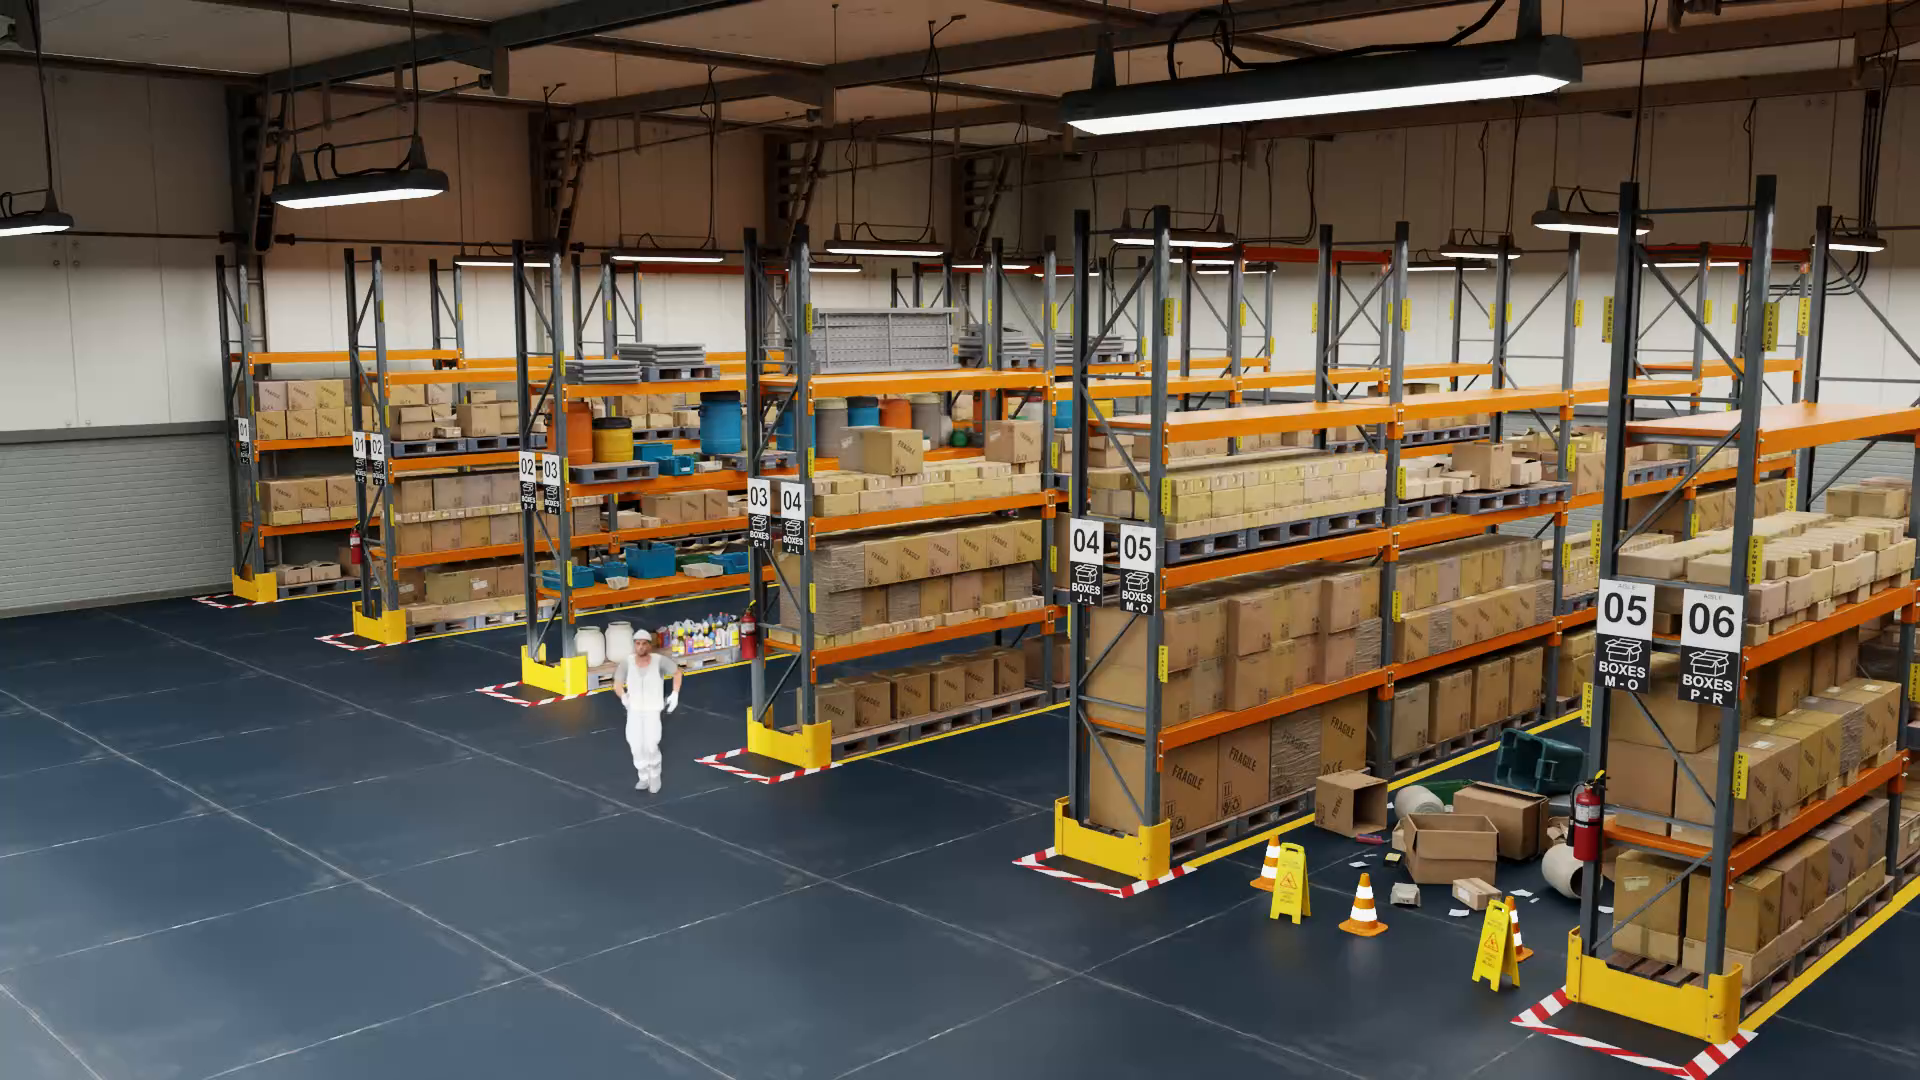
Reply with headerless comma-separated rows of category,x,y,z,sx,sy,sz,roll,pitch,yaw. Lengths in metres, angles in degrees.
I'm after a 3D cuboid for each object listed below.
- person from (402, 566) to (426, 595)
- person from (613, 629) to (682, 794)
person,-9.239,0.469,27.766,0.491,1.554,0.524,6,10,37
person,-3.309,1.823,17.526,0.689,1.777,0.664,0,8,0
